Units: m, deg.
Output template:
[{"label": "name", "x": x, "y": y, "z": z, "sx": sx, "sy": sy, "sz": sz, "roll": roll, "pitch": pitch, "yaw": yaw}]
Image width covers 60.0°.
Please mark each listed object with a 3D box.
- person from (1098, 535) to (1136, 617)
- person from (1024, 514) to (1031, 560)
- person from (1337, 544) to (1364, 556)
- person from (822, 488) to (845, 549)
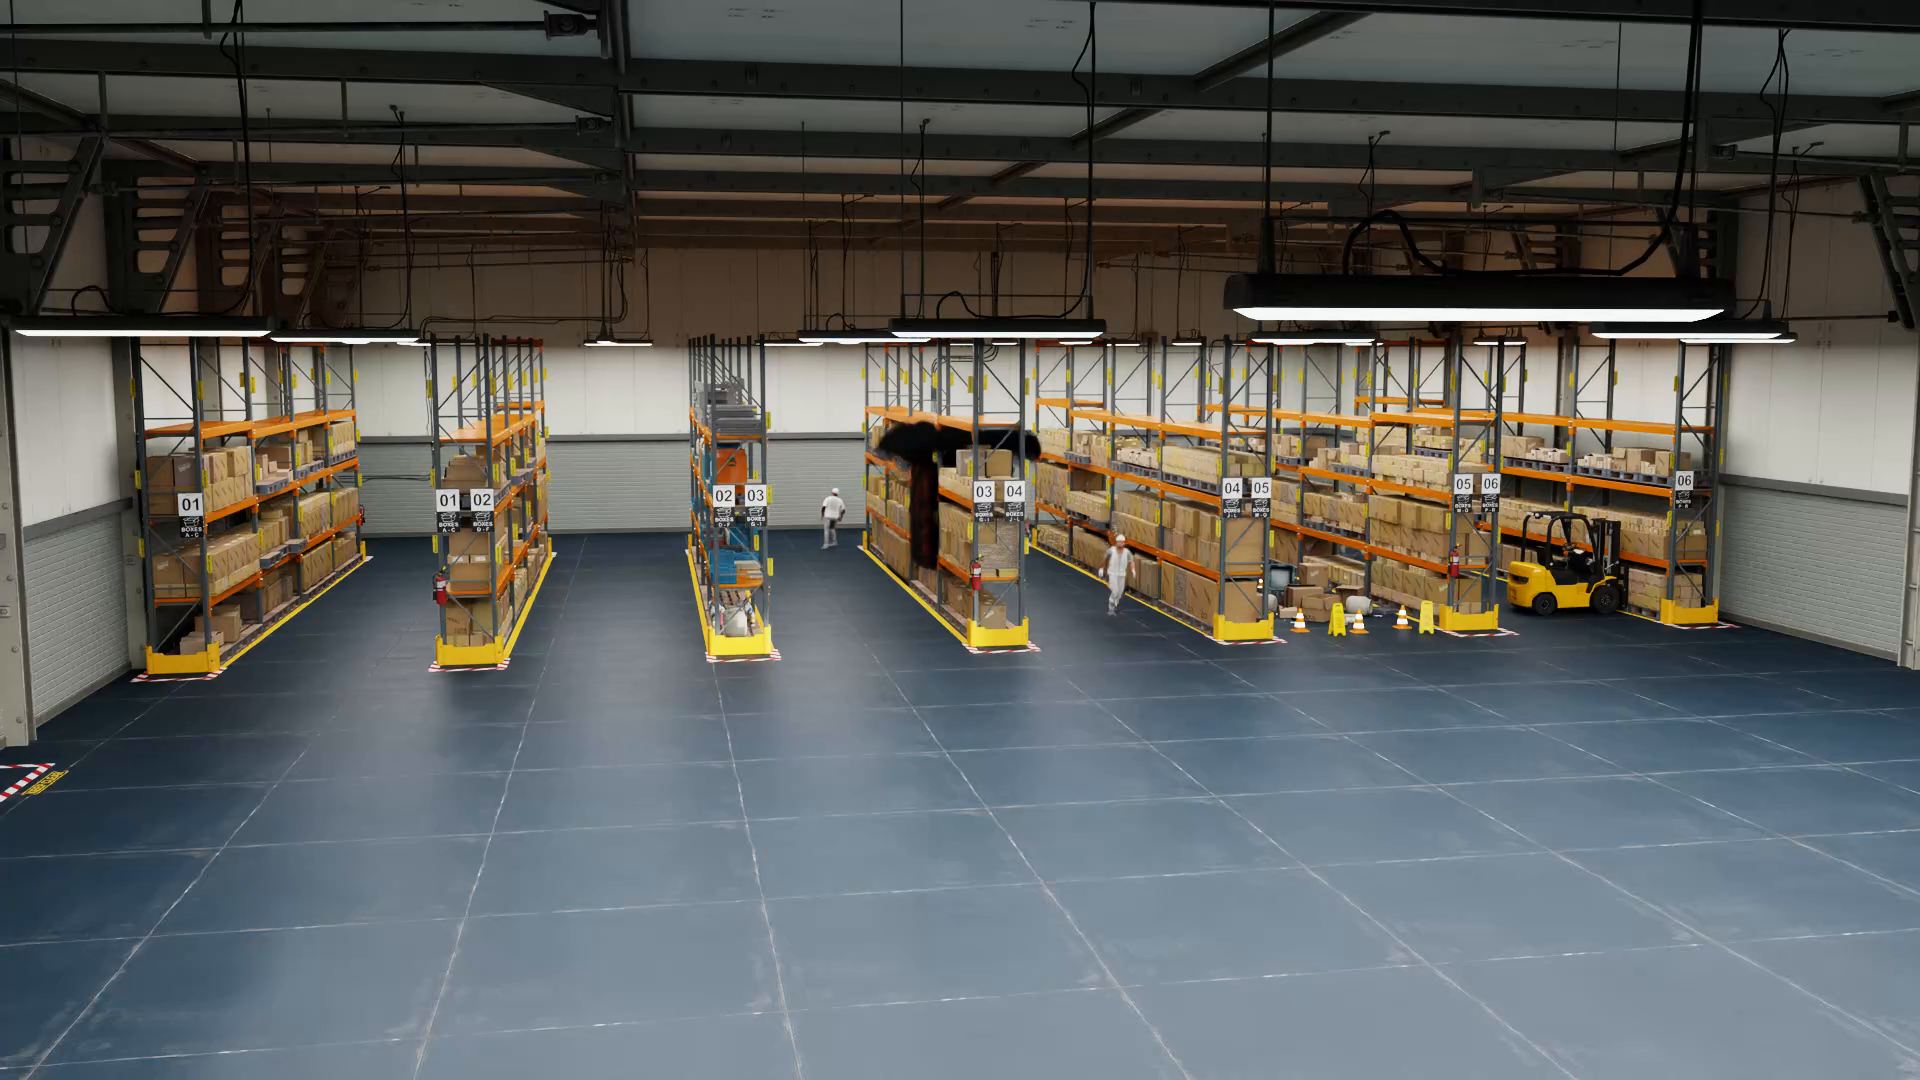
[{"label": "person", "x": 3.285, "y": 0.749, "z": 34.371, "sx": 0.628, "sy": 1.734, "sz": 0.821, "roll": -2, "pitch": 7, "yaw": -17}, {"label": "person", "x": 1.538, "y": -0.078, "z": 42.914, "sx": 0.650, "sy": 1.766, "sz": 0.773, "roll": -1, "pitch": 7, "yaw": -10}, {"label": "person", "x": 10.730, "y": -0.379, "z": 45.849, "sx": 0.666, "sy": 1.750, "sz": 1.001, "roll": -4, "pitch": 8, "yaw": -29}, {"label": "person", "x": -3.699, "y": -0.638, "z": 48.129, "sx": 0.697, "sy": 1.732, "sz": 0.524, "roll": -3, "pitch": 7, "yaw": -28}]
